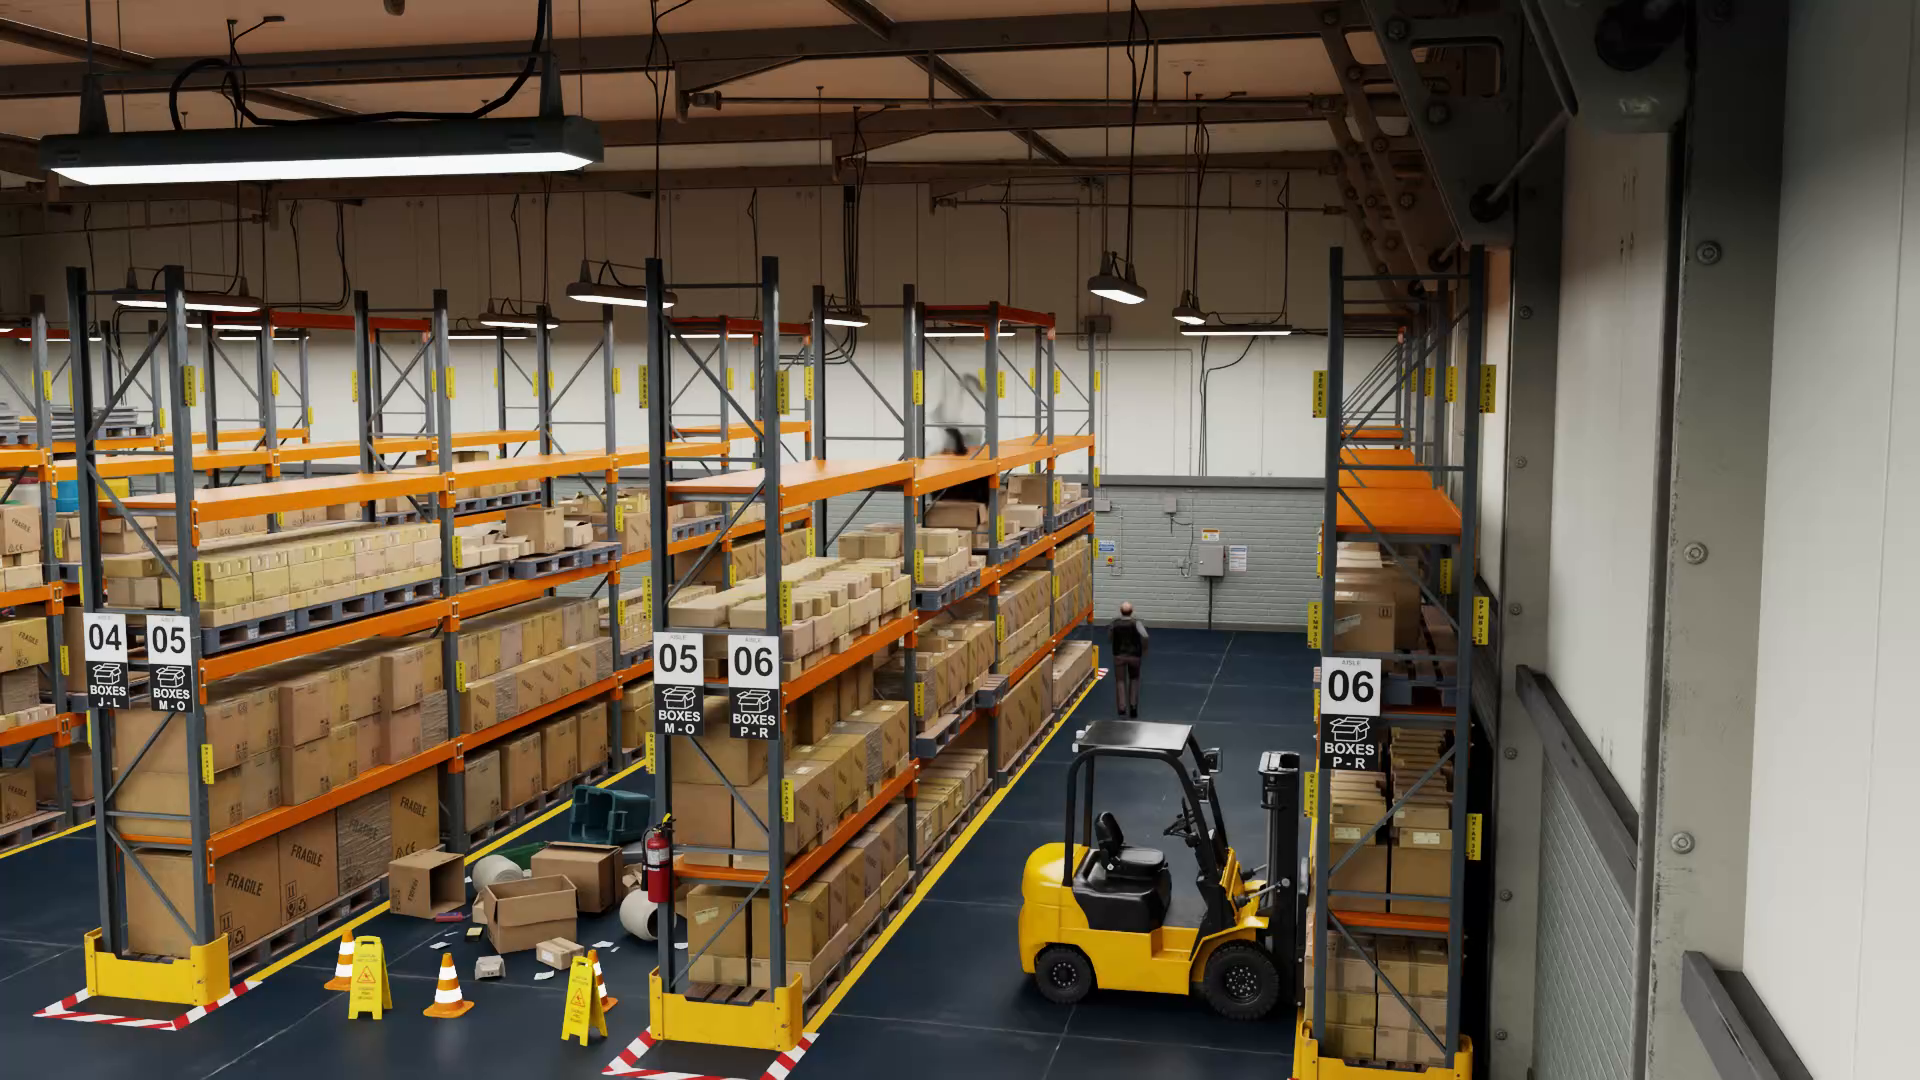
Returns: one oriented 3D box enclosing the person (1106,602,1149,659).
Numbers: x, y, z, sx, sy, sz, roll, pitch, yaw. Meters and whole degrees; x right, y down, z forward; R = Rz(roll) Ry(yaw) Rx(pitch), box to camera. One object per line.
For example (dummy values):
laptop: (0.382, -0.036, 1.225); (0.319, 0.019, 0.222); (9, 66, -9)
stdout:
person: (2.499, 1.378, 24.799); (0.625, 0.775, 0.660); (0, 6, 5)

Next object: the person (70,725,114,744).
person: (-11.741, 2.147, 22.393); (0.453, 1.367, 0.656); (1, 6, 9)
